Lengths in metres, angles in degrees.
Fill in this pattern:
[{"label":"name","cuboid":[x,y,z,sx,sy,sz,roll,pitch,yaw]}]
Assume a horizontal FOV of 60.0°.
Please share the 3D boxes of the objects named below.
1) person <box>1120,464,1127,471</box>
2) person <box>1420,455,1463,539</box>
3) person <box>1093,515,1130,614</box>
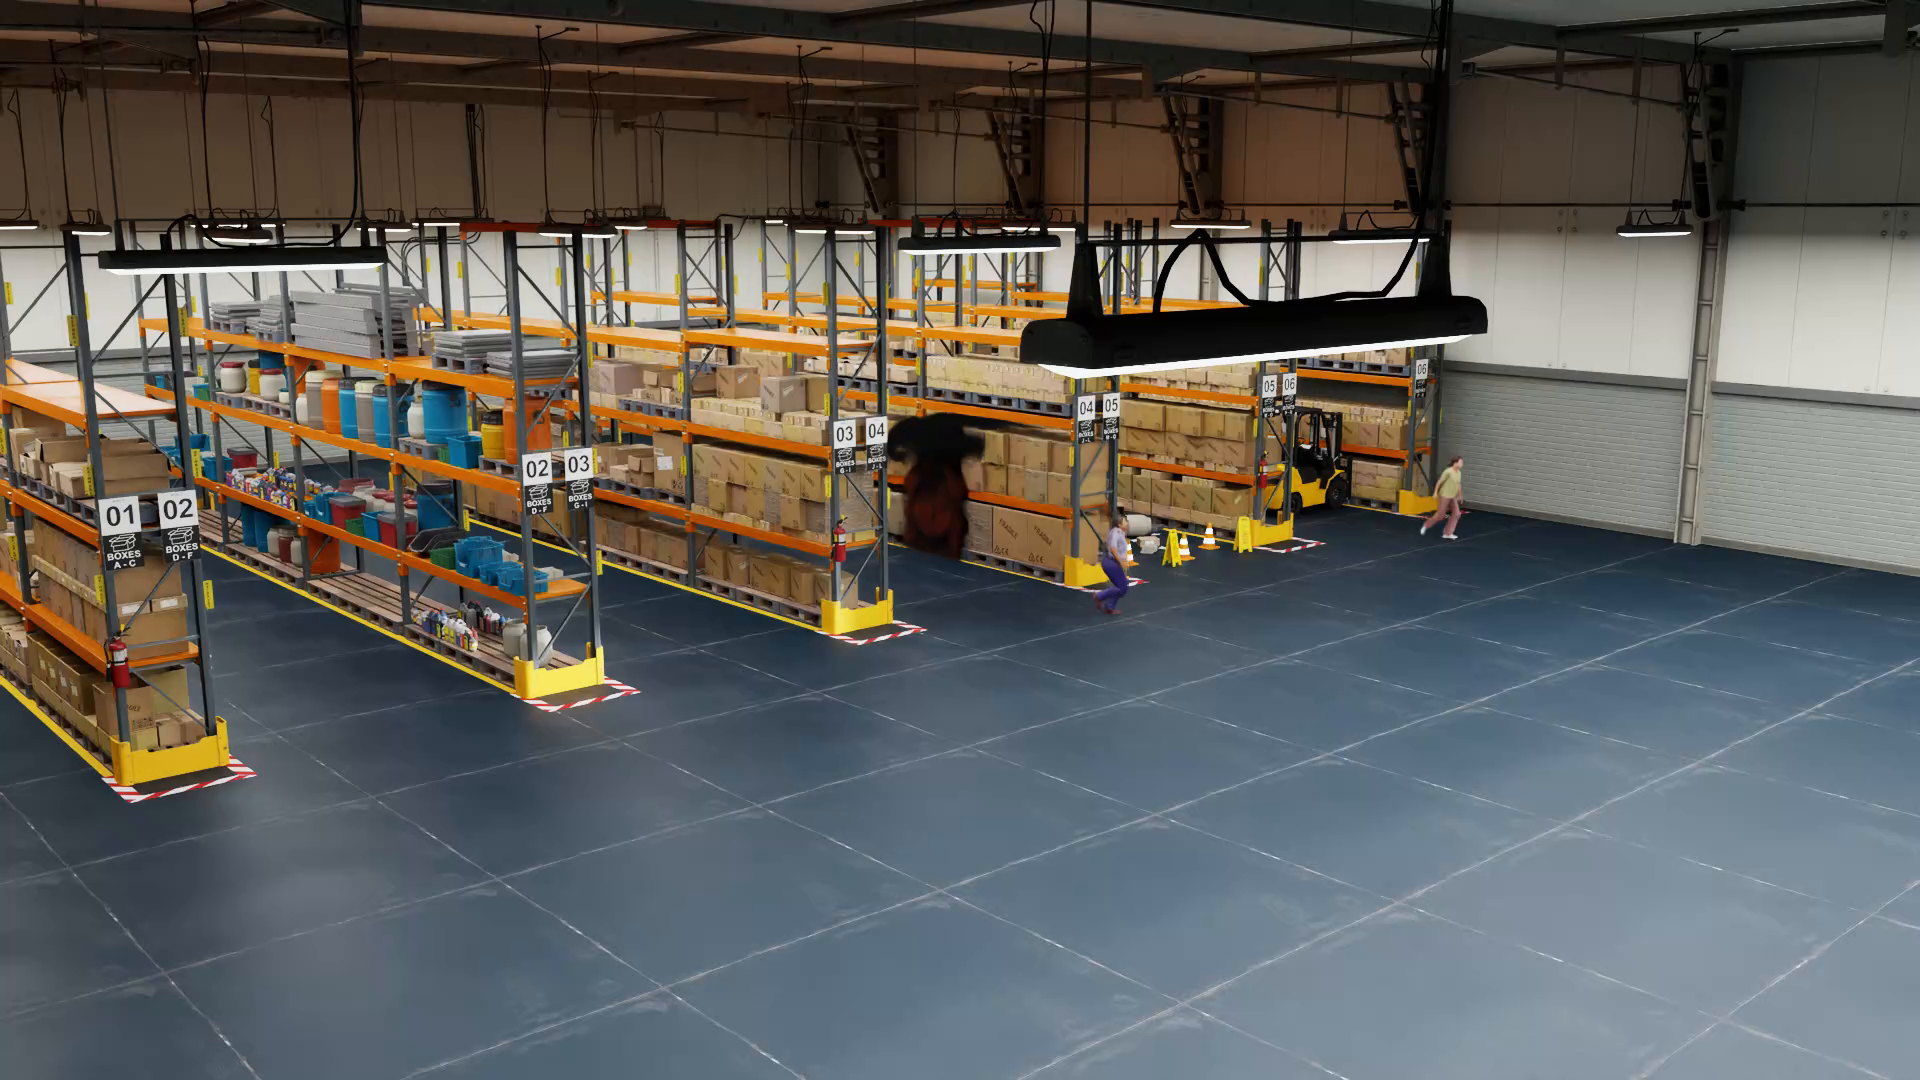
[{"label":"person","cuboid":[3.841,-1.857,36.677,0.959,1.742,0.694,8,14,35]},{"label":"person","cuboid":[9.291,-0.844,31.967,0.649,1.611,0.701,-9,15,-38]},{"label":"person","cuboid":[2.355,0.397,25.799,0.601,1.561,0.606,0,11,-2]}]
